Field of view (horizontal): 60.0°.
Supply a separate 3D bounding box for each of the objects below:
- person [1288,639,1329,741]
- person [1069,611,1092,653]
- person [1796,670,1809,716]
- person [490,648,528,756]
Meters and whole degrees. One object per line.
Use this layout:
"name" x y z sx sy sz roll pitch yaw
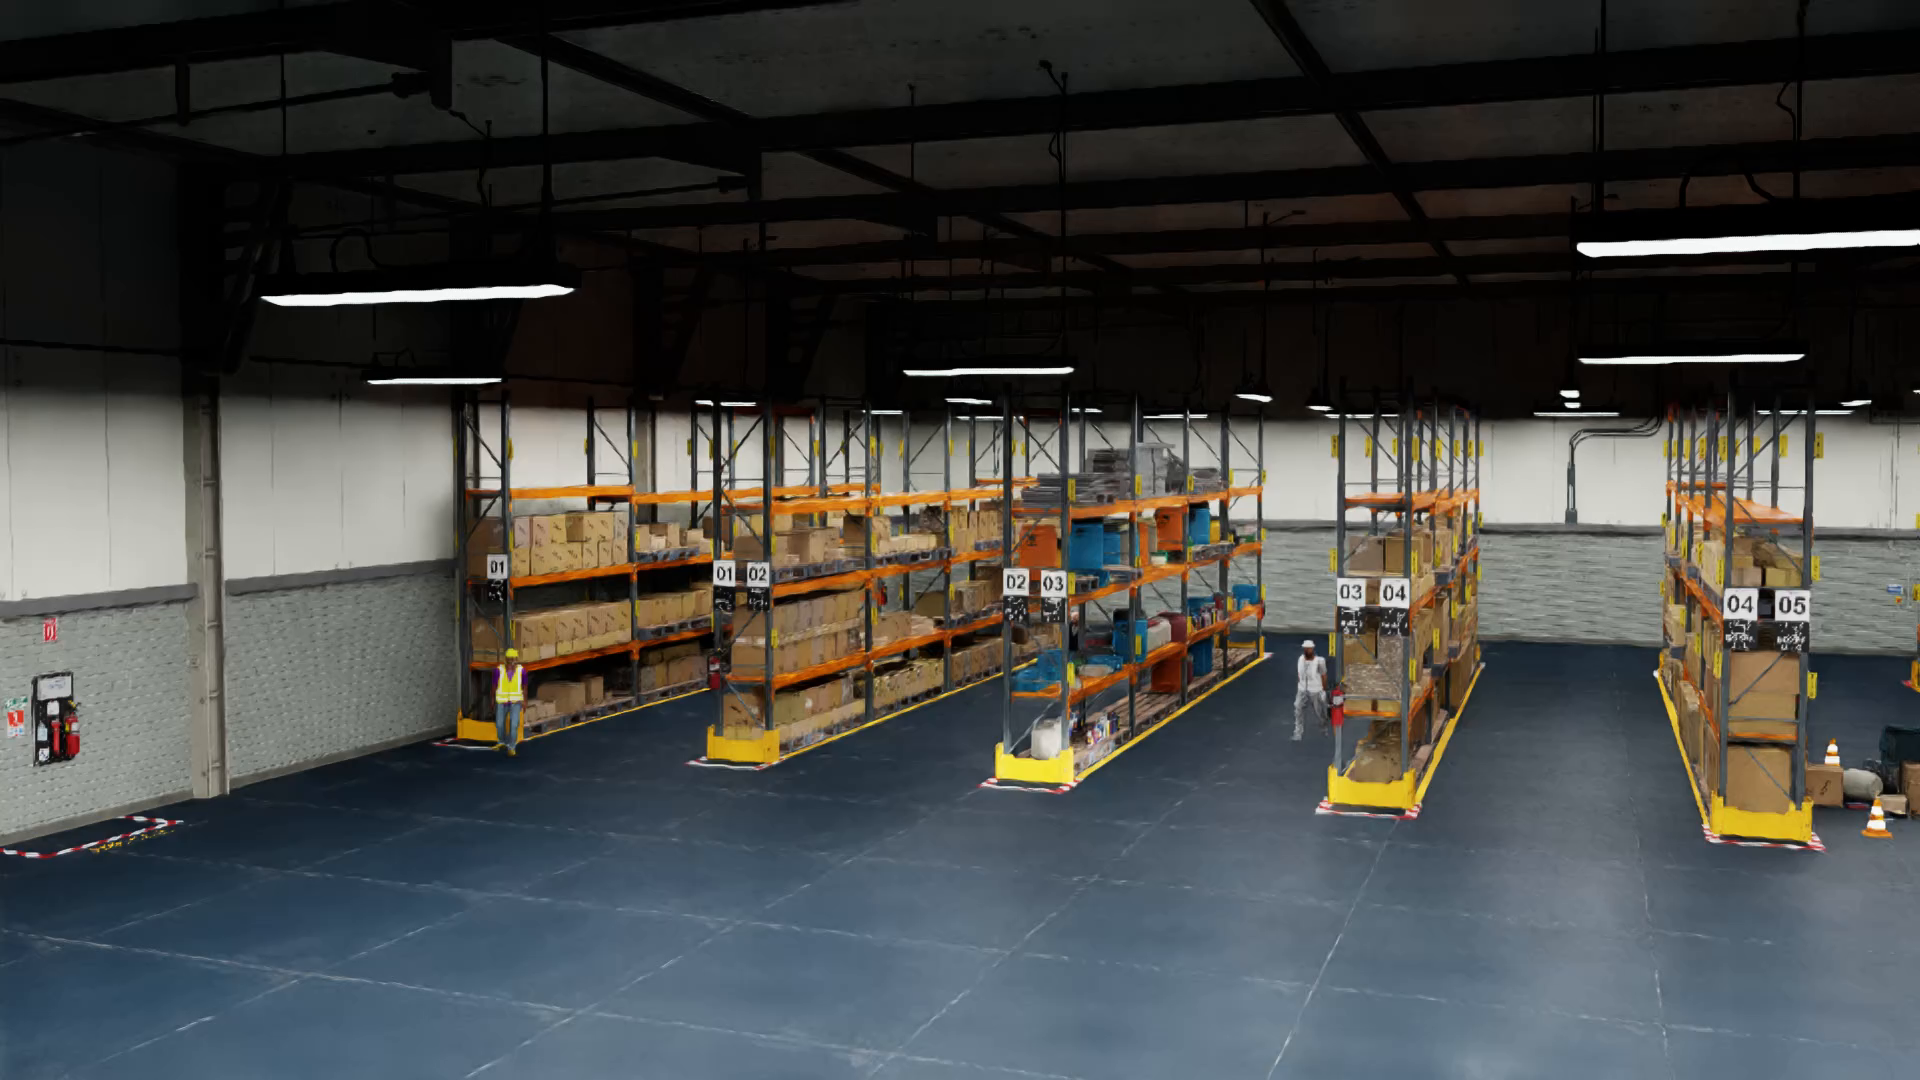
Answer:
"person" 6.028 2.564 28.493 0.591 1.746 0.951 2 4 36
"person" 2.418 2.282 34.337 0.680 1.658 0.866 2 3 26
"person" 15.703 2.376 31.138 0.442 1.792 0.601 -1 3 -10
"person" -7.376 2.633 27.188 0.609 1.754 0.571 -1 3 -15
